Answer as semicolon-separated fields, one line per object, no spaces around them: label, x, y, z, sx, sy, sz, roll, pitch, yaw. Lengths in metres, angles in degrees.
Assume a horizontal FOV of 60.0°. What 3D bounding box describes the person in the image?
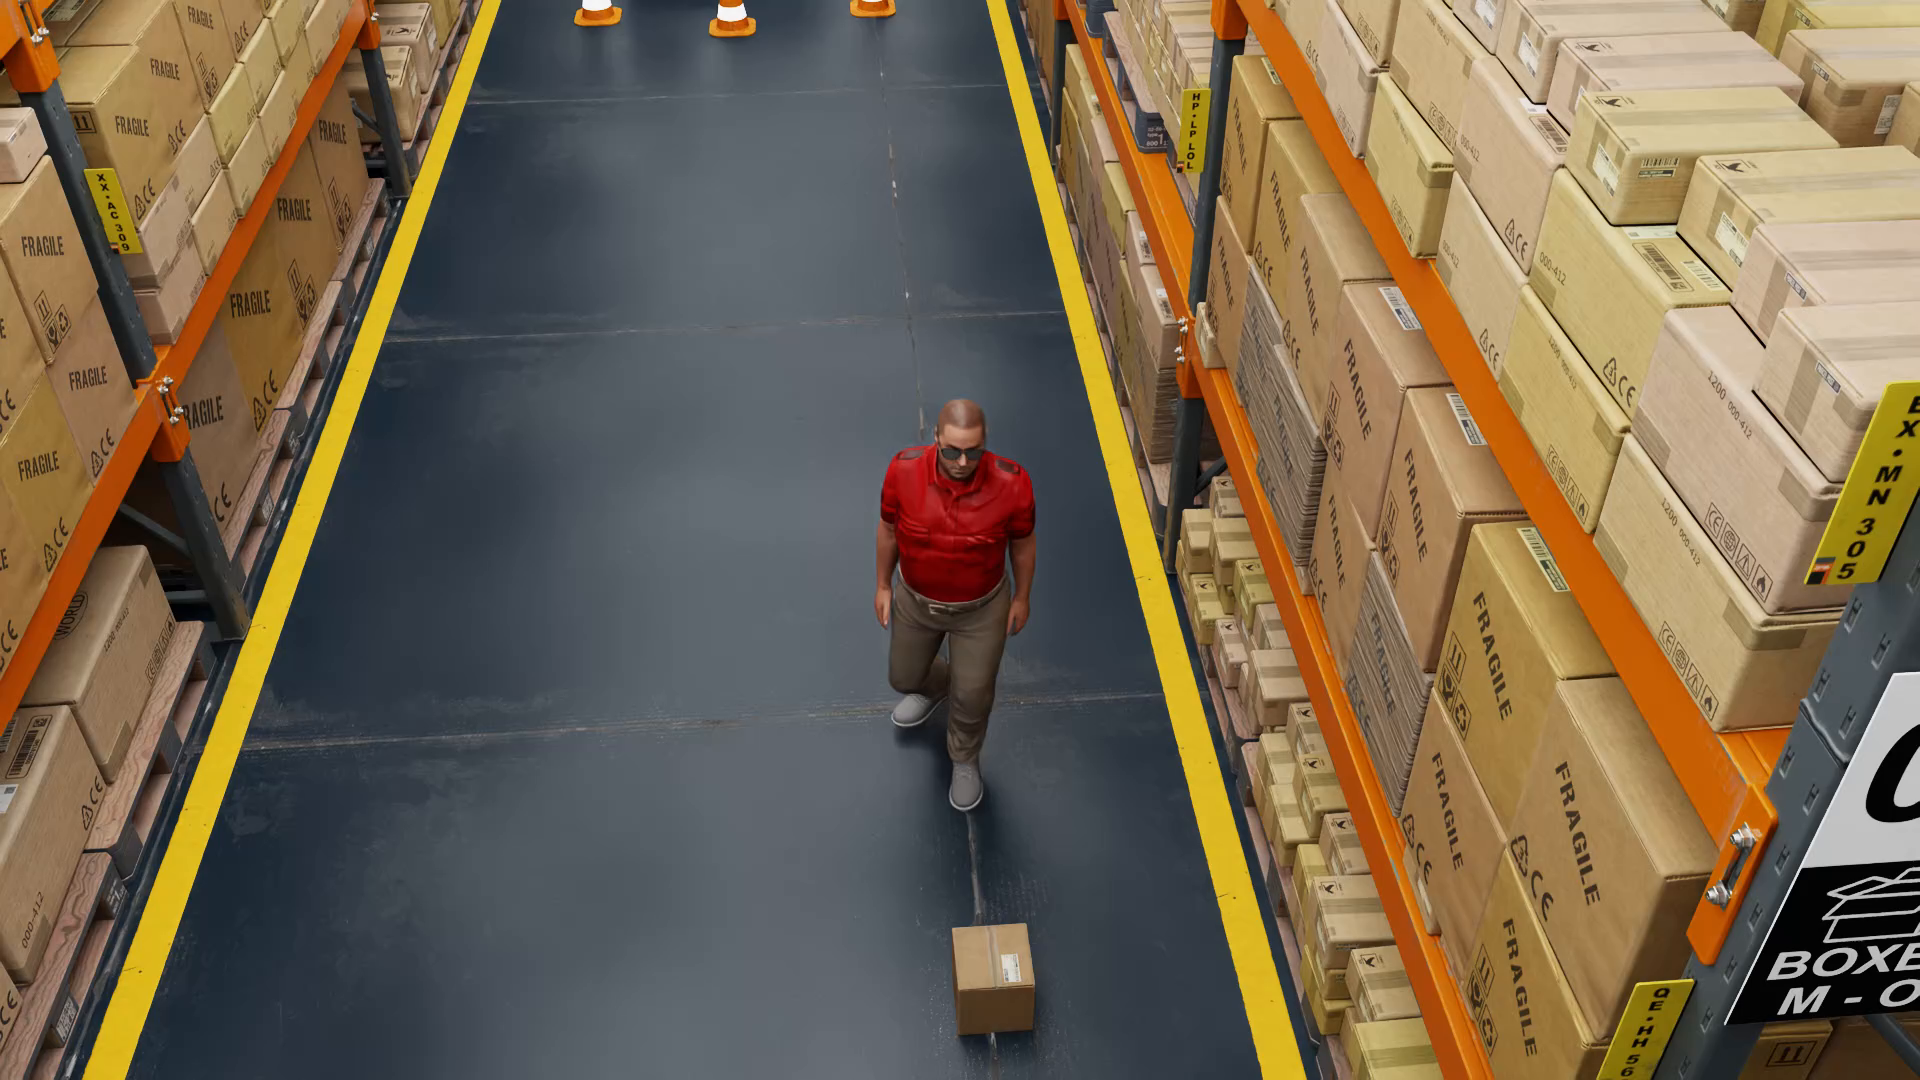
person;-0.015;0.179;5.951;0.566;1.730;0.560;7;39;9
